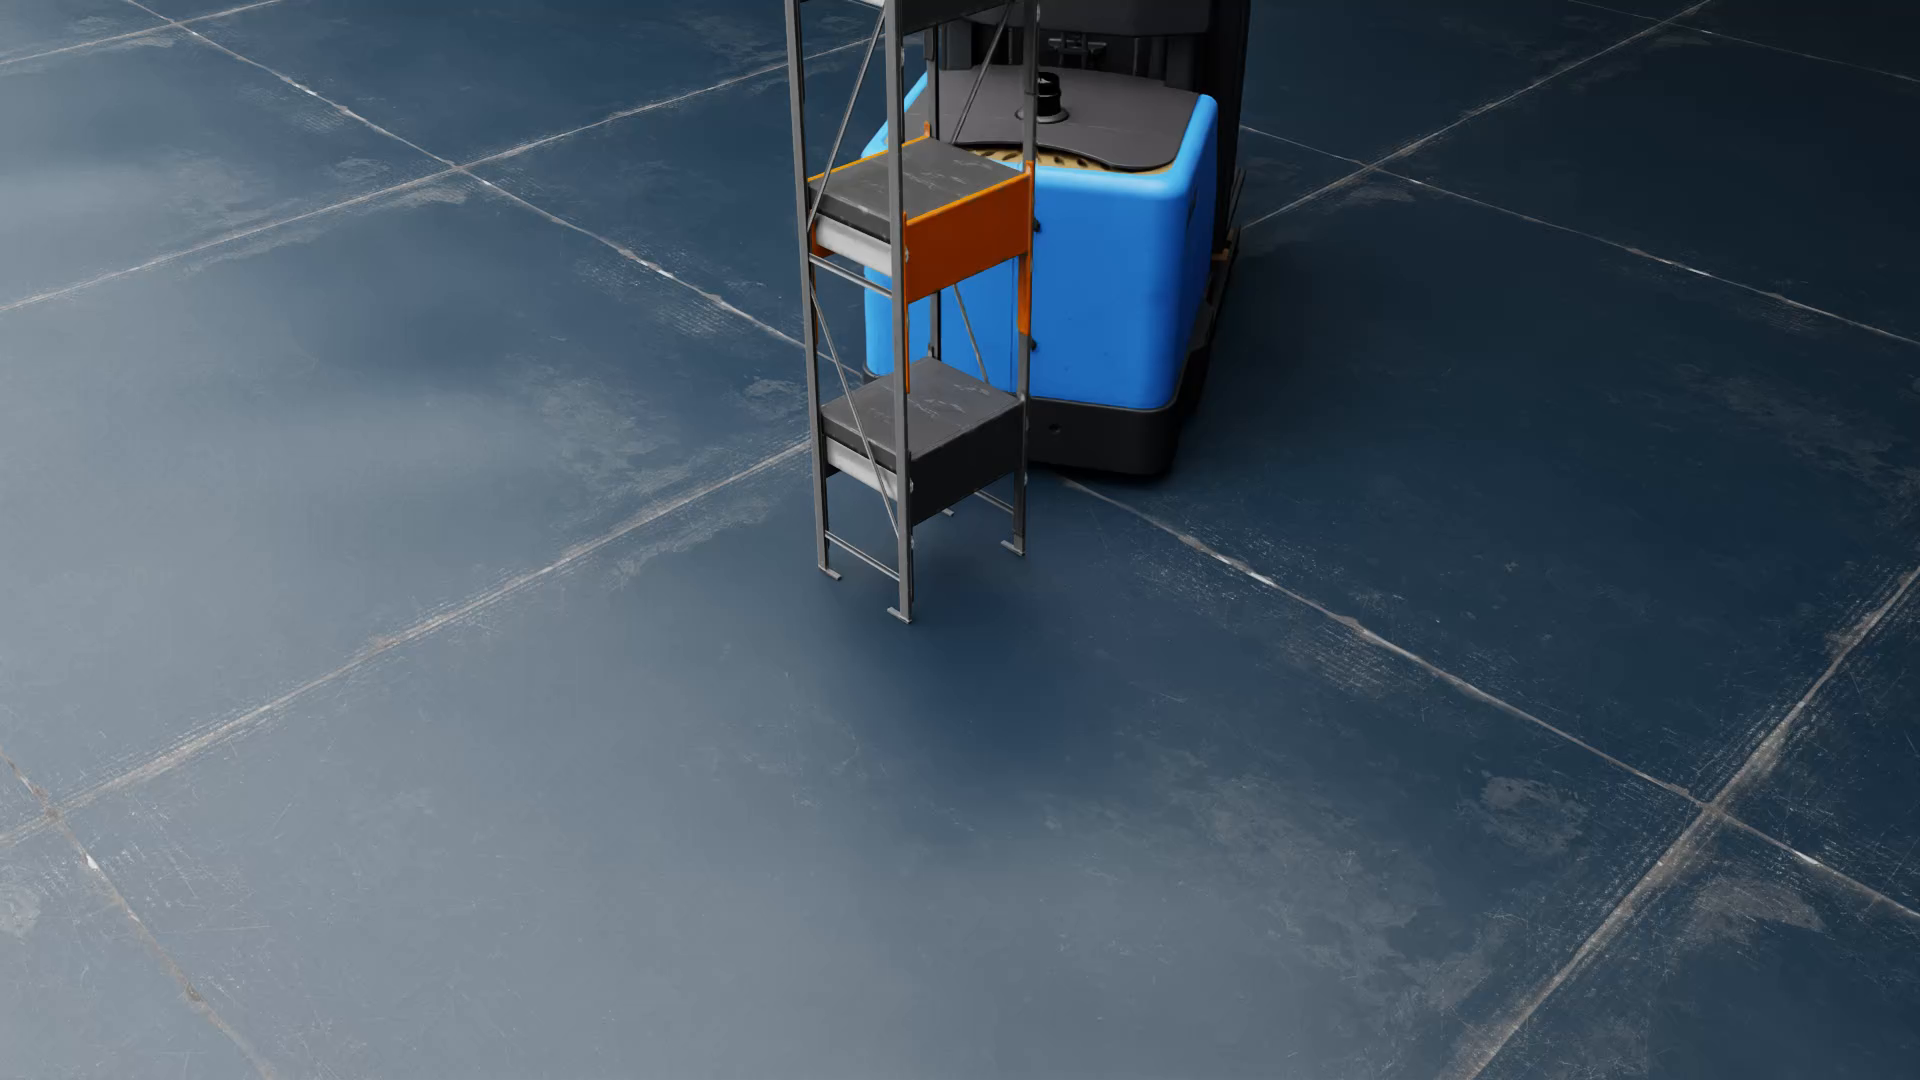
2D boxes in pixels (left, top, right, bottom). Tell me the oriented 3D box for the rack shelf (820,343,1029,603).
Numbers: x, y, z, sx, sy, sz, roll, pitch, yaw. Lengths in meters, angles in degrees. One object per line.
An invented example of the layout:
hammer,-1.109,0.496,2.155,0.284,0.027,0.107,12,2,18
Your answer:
rack shelf,-0.117,-0.209,4.961,0.431,0.518,0.480,30,45,35

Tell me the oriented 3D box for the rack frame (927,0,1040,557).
rack frame,0.055,-0.893,4.695,0.400,2.100,0.015,30,45,35

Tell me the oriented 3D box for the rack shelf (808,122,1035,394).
rack shelf,-0.117,-0.783,4.561,0.431,0.518,0.480,30,45,35

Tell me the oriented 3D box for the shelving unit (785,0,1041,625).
shelving unit,-0.117,-0.794,4.553,0.431,2.100,0.503,30,45,35

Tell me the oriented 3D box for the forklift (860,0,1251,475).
forklift,0.532,-2.254,5.920,1.130,2.935,3.031,8,36,12

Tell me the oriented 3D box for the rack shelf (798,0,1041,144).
rack shelf,-0.117,-1.357,4.160,0.431,0.518,0.480,30,45,35

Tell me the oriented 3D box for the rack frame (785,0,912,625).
rack frame,-0.289,-0.695,4.411,0.400,2.100,0.015,30,45,35
